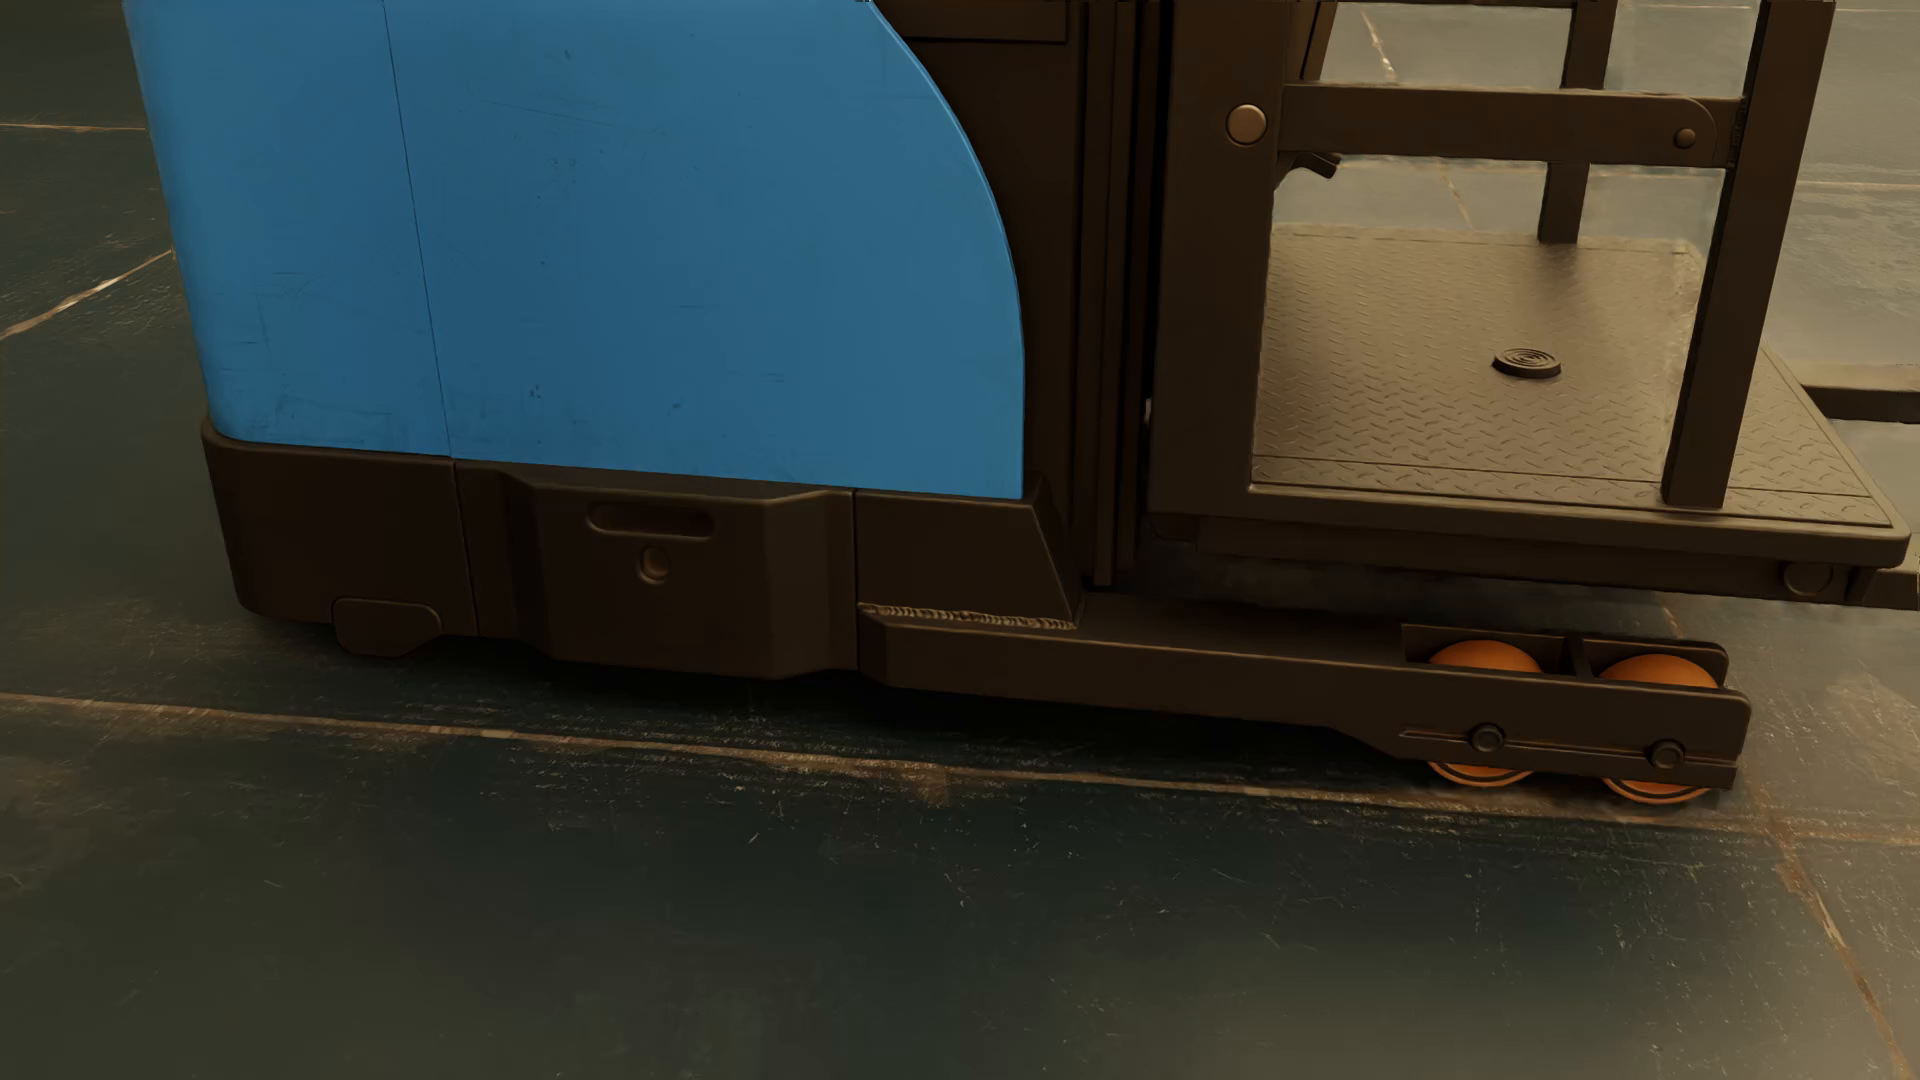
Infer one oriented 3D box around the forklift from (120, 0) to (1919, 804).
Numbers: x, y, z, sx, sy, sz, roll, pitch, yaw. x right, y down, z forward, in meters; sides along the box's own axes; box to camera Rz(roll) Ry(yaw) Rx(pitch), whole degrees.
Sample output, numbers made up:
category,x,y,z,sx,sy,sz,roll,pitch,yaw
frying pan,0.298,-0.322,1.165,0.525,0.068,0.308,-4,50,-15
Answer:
category,x,y,z,sx,sy,sz,roll,pitch,yaw
forklift,0.604,-1.268,1.758,3.031,2.935,1.130,4,27,9
